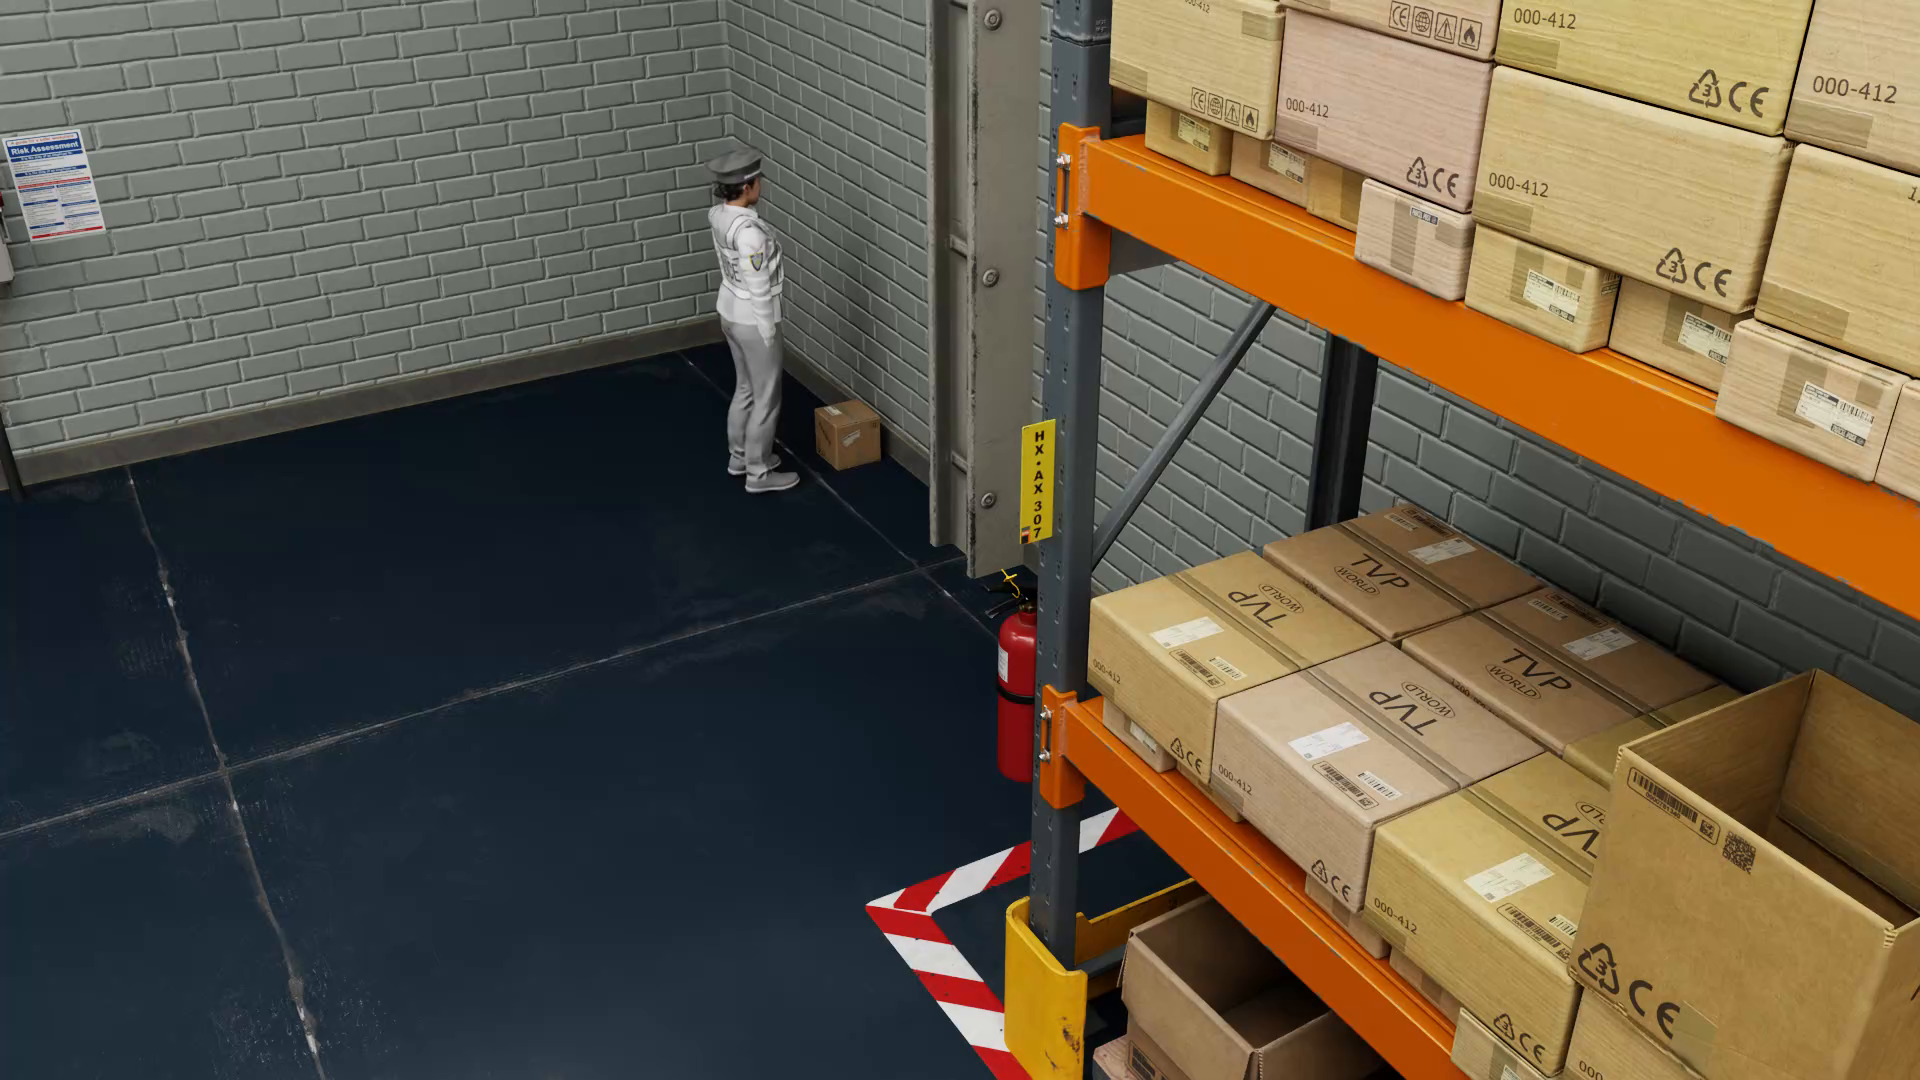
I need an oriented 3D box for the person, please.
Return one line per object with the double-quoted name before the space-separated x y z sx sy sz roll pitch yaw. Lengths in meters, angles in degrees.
"person" -0.993 -1.049 8.000 0.330 1.671 0.467 -15 32 -25
